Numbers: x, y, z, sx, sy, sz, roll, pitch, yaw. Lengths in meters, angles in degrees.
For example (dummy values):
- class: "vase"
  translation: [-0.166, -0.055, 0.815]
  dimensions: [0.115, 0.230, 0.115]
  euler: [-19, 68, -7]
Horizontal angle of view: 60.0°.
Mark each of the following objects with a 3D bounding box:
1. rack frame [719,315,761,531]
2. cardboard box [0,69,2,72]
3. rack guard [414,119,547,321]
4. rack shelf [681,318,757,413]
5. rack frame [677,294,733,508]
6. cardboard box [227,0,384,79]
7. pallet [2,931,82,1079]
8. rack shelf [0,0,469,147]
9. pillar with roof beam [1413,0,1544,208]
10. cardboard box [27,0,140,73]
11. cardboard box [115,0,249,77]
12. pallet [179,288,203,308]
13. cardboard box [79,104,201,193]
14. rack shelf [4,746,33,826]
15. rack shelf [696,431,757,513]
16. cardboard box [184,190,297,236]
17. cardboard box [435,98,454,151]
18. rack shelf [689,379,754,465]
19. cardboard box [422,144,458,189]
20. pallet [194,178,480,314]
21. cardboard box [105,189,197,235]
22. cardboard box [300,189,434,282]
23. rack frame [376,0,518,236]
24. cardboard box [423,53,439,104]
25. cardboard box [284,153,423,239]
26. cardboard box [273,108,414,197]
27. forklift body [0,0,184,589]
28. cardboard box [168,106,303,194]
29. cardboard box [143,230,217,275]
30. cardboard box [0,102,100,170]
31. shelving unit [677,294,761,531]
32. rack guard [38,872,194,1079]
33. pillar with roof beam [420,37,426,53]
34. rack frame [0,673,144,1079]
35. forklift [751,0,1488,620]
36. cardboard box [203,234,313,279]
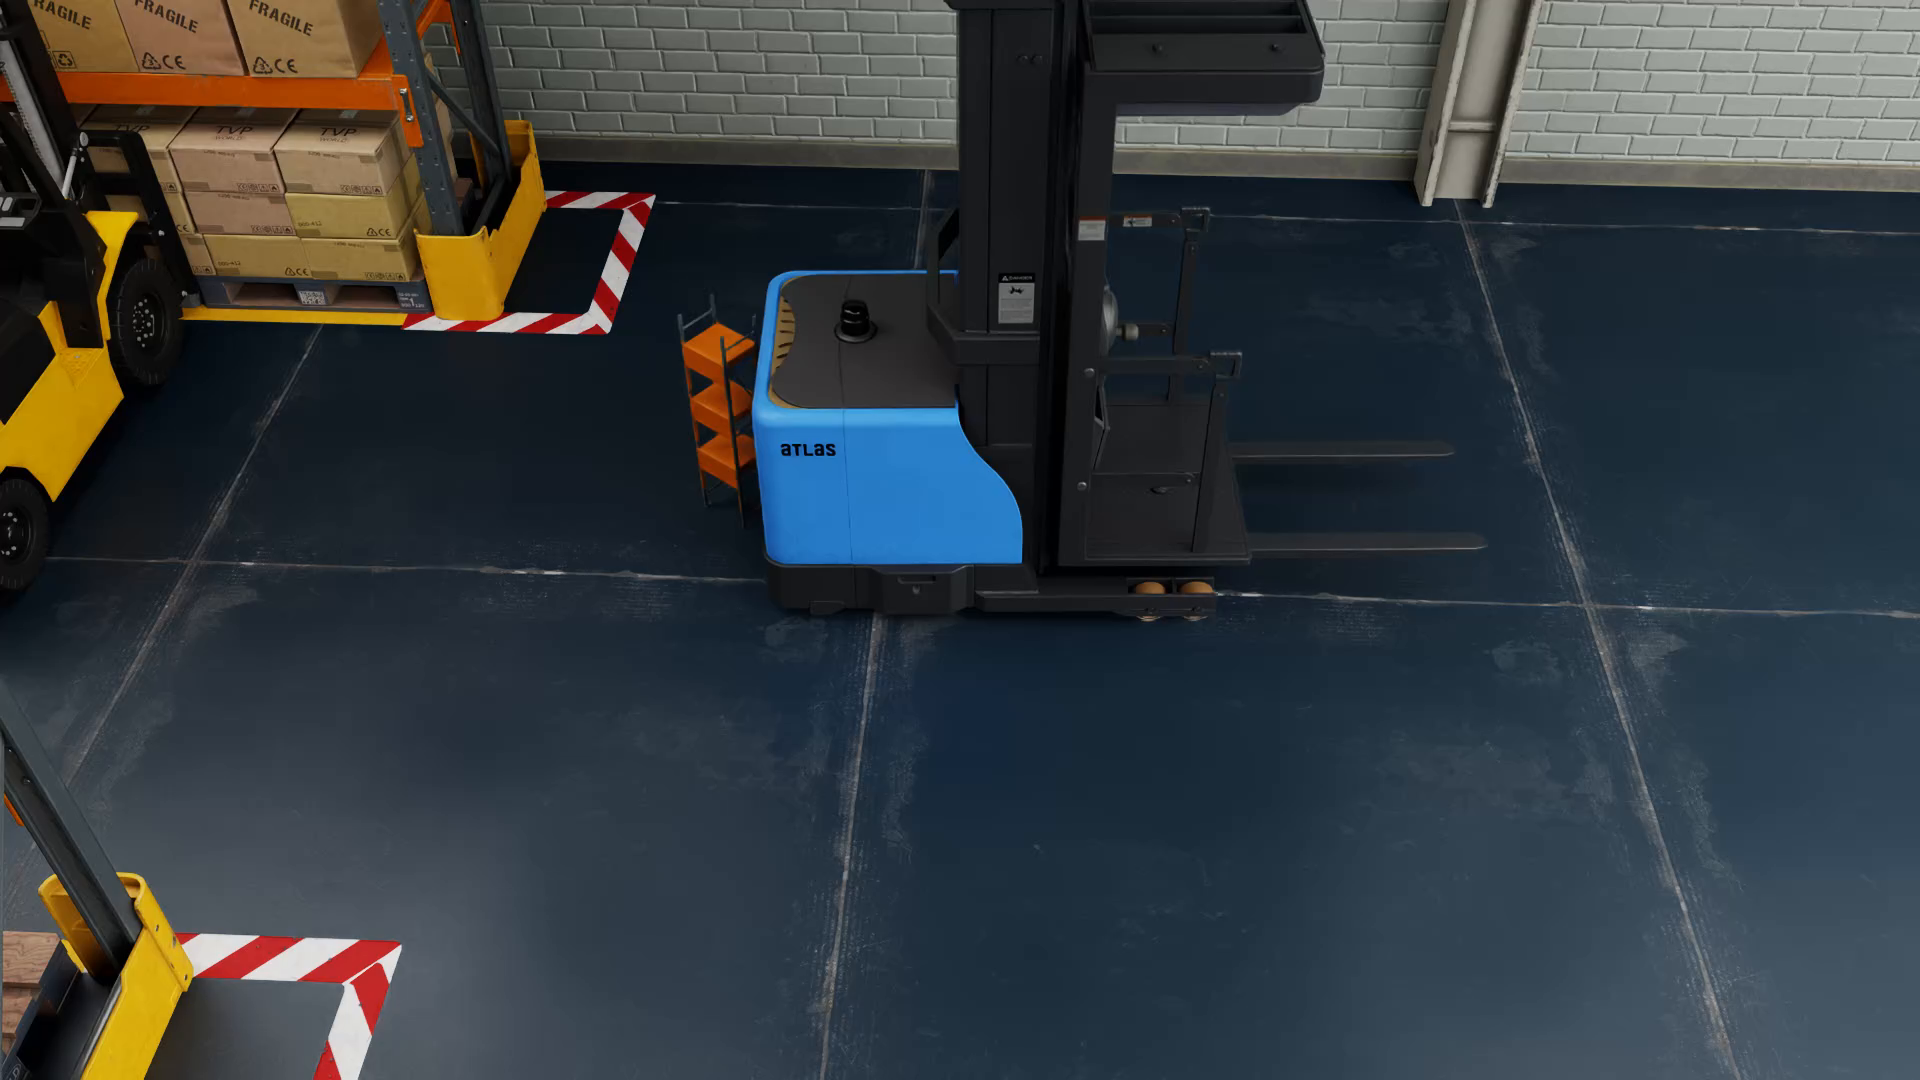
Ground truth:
- class: "rack frame"
  translation: [-0.897, -0.477, 7.077]
  dimensions: [0.008, 1.050, 0.200]
  euler: [29, 51, 28]
- class: "cardboard box"
  translation: [-4.577, -2.543, 7.791]
  dimensions: [0.500, 0.500, 0.500]
  euler: [2, 43, 2]
- class: "rack guard"
  translation: [-2.517, -1.709, 8.803]
  dimensions: [0.348, 0.500, 1.175]
  euler: [2, 43, 2]
- class: "rack shelf"
  translation: [-0.992, -0.730, 6.947]
  dimensions: [0.240, 0.259, 0.215]
  euler: [29, 51, 28]
- class: "rack frame"
  translation: [-1.085, -0.583, 7.190]
  dimensions: [0.008, 1.050, 0.200]
  euler: [29, 51, 28]
- class: "cardboard box"
  translation: [-3.044, -2.497, 7.742]
  dimensions: [0.500, 0.500, 0.500]
  euler: [1, 43, 1]
- class: "pallet"
  translation: [-3.646, 1.724, 5.329]
  dimensions: [1.213, 0.211, 1.003]
  euler: [2, 43, 2]
- class: "rack shelf"
  translation: [-4.539, -2.423, 8.263]
  dimensions: [4.000, 0.370, 1.077]
  euler: [2, 43, 2]
- class: "pillar with roof beam"
  translation: [2.604, -2.339, 3.245]
  dimensions: [0.400, 9.000, 9.100]
  euler: [2, 43, 2]
- class: "cardboard box"
  translation: [-4.074, -2.535, 7.783]
  dimensions: [0.500, 0.500, 0.500]
  euler: [1, 43, 1]
- class: "cardboard box"
  translation: [-3.562, -2.520, 7.766]
  dimensions: [0.500, 0.500, 0.500]
  euler: [3, 43, 3]
- class: "pallet"
  translation: [-4.522, -1.639, 8.939]
  dimensions: [1.213, 0.211, 1.003]
  euler: [2, 43, 2]
- class: "cardboard box"
  translation: [-4.030, -1.960, 8.215]
  dimensions: [0.500, 0.250, 0.500]
  euler: [2, 43, 2]
- class: "rack shelf"
  translation: [-4.758, 0.957, 4.635]
  dimensions: [4.000, 0.370, 1.077]
  euler: [2, 43, 2]
- class: "rack shelf"
  translation: [-0.990, -0.320, 7.331]
  dimensions: [0.240, 0.259, 0.215]
  euler: [29, 51, 28]
- class: "cardboard box"
  translation: [-3.542, -1.780, 8.388]
  dimensions: [0.500, 0.250, 0.500]
  euler: [1, 43, 1]
- class: "cardboard box"
  translation: [-3.001, -2.111, 8.743]
  dimensions: [0.500, 0.250, 0.500]
  euler: [2, 43, 3]
- class: "rack shelf"
  translation: [-0.991, -0.522, 7.141]
  dimensions: [0.240, 0.259, 0.215]
  euler: [29, 51, 28]
- class: "cardboard box"
  translation: [-3.023, -1.920, 8.905]
  dimensions: [0.500, 0.250, 0.500]
  euler: [2, 43, 2]
- class: "pallet"
  translation: [-3.307, -1.599, 8.897]
  dimensions: [1.213, 0.211, 1.003]
  euler: [2, 43, 2]
- class: "cardboard box"
  translation: [-4.058, -1.781, 8.389]
  dimensions: [0.500, 0.250, 0.500]
  euler: [1, 43, 1]
- class: "cardboard box"
  translation: [-3.024, -1.571, 8.531]
  dimensions: [0.500, 0.250, 0.500]
  euler: [2, 43, 2]
- class: "rack frame"
  translation: [-2.541, -2.625, 7.952]
  dimensions: [0.127, 3.000, 1.000]
  euler: [2, 43, 2]
- class: "cardboard box"
  translation: [-3.012, -2.282, 8.560]
  dimensions: [0.500, 0.250, 0.500]
  euler: [1, 43, 1]
- class: "cardboard box"
  translation: [-3.041, -1.757, 8.363]
  dimensions: [0.500, 0.250, 0.500]
  euler: [1, 43, 1]
- class: "cardboard box"
  translation: [-3.015, -1.940, 8.193]
  dimensions: [0.500, 0.250, 0.500]
  euler: [3, 43, 3]
- class: "forklift body"
  translation: [-4.517, -1.130, 6.970]
  dimensions: [1.214, 2.155, 2.313]
  euler: [2, 43, 2]
- class: "cardboard box"
  translation: [-3.525, -1.951, 8.205]
  dimensions: [0.500, 0.250, 0.500]
  euler: [2, 43, 3]
- class: "cardboard box"
  translation: [-4.020, -1.615, 8.577]
  dimensions: [0.500, 0.250, 0.500]
  euler: [2, 43, 2]
- class: "cardboard box"
  translation: [-4.535, -1.981, 8.237]
  dimensions: [0.500, 0.250, 0.500]
  euler: [1, 43, 1]
- class: "shelving unit"
  translation: [-0.991, -0.530, 7.134]
  dimensions: [0.252, 1.050, 0.215]
  euler: [29, 51, 28]
- class: "rack guard"
  translation: [-2.836, 1.668, 5.178]
  dimensions: [0.348, 0.500, 1.175]
  euler: [2, 43, 2]
- class: "pillar with roof beam"
  translation: [-3.390, -2.523, 3.442]
  dimensions: [0.400, 9.000, 9.100]
  euler: [2, 43, 2]
- class: "rack frame"
  translation: [-2.761, 0.755, 4.324]
  dimensions: [0.127, 3.000, 1.000]
  euler: [2, 43, 2]
- class: "forklift"
  translation: [0.701, -1.101, 6.367]
  dimensions: [3.031, 2.935, 1.130]
  euler: [0, 43, 0]
- class: "cardboard box"
  translation: [-3.521, -1.593, 8.554]
  dimensions: [0.500, 0.250, 0.500]
  euler: [2, 43, 2]
